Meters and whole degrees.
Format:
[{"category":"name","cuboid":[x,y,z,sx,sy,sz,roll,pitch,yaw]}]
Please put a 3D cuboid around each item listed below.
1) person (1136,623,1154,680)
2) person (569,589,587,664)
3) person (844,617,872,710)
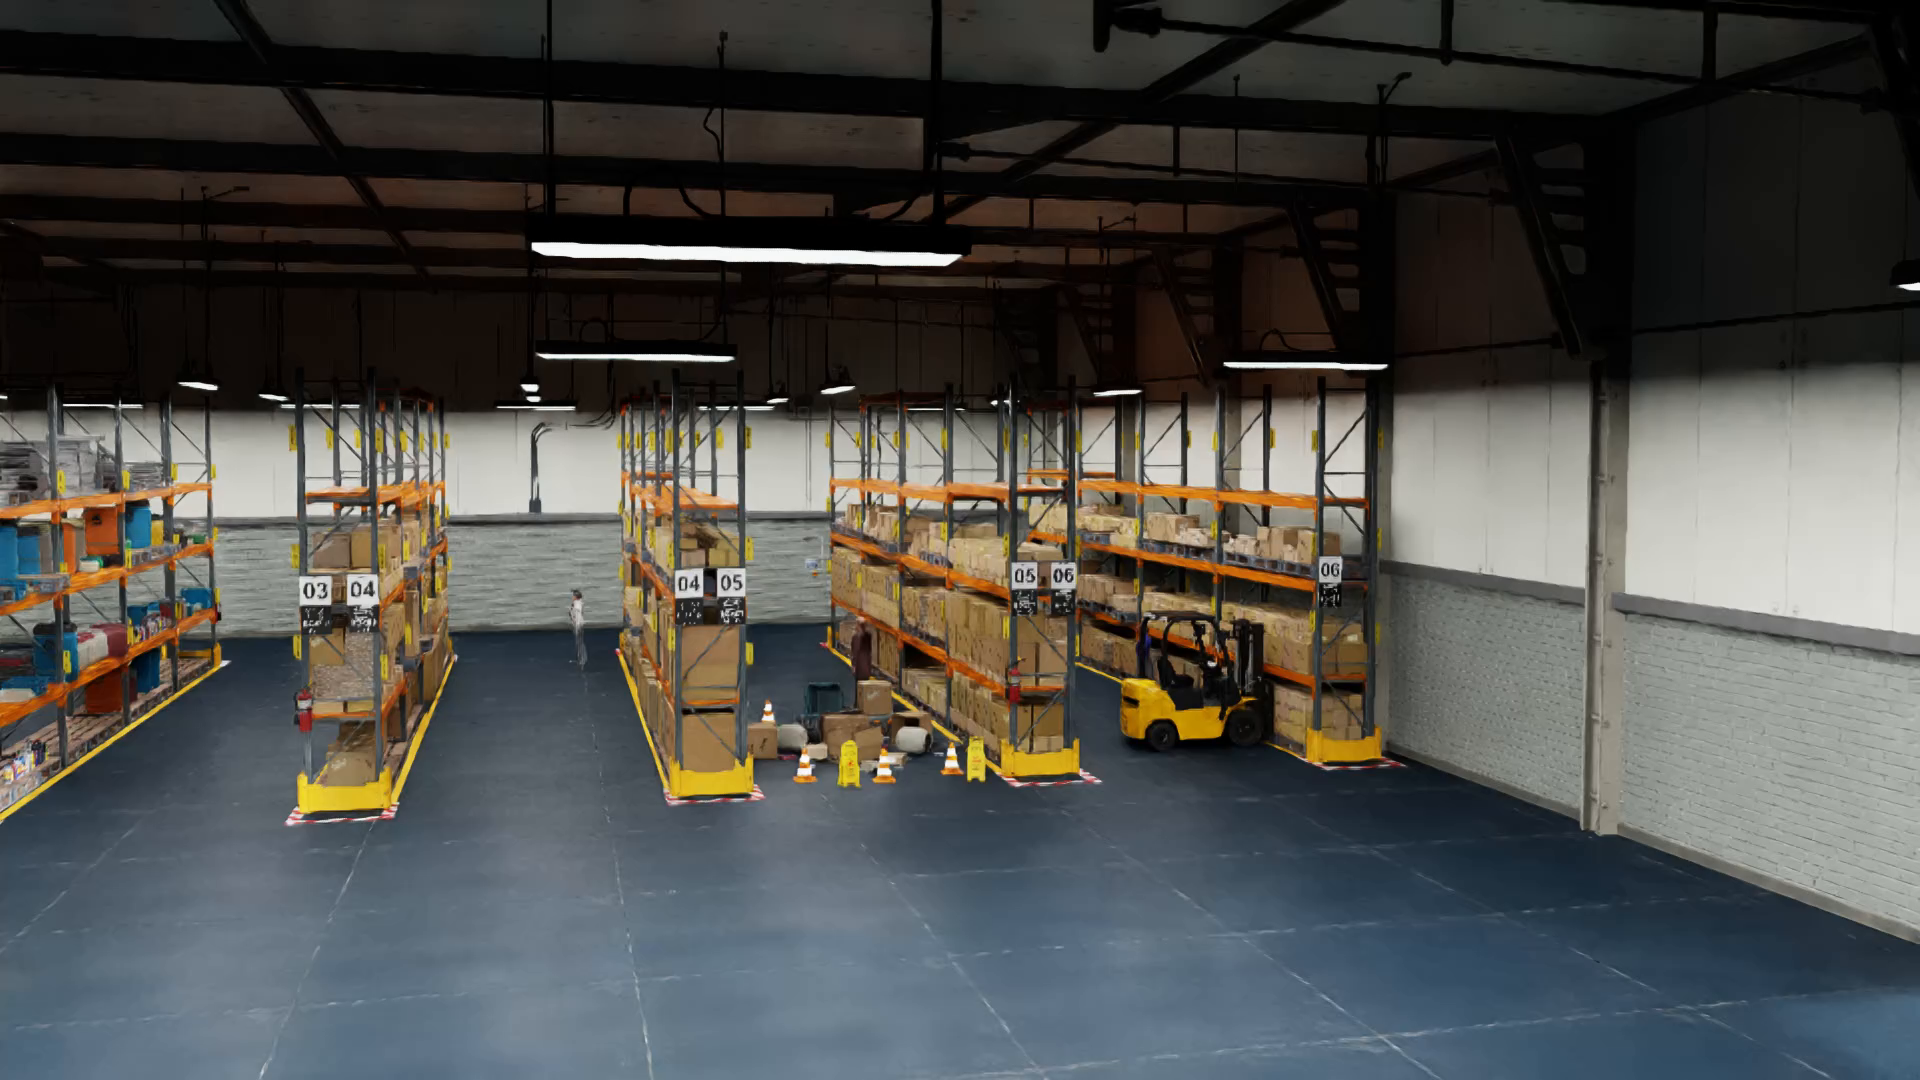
[{"category":"person","cuboid":[3.366,2.335,30.635,0.543,1.652,0.574,1,3,10]},{"category":"person","cuboid":[-8.562,1.935,37.288,0.377,1.668,0.587,-1,3,-11]},{"category":"person","cuboid":[-1.844,2.282,30.400,0.642,1.774,0.684,1,3,11]}]
